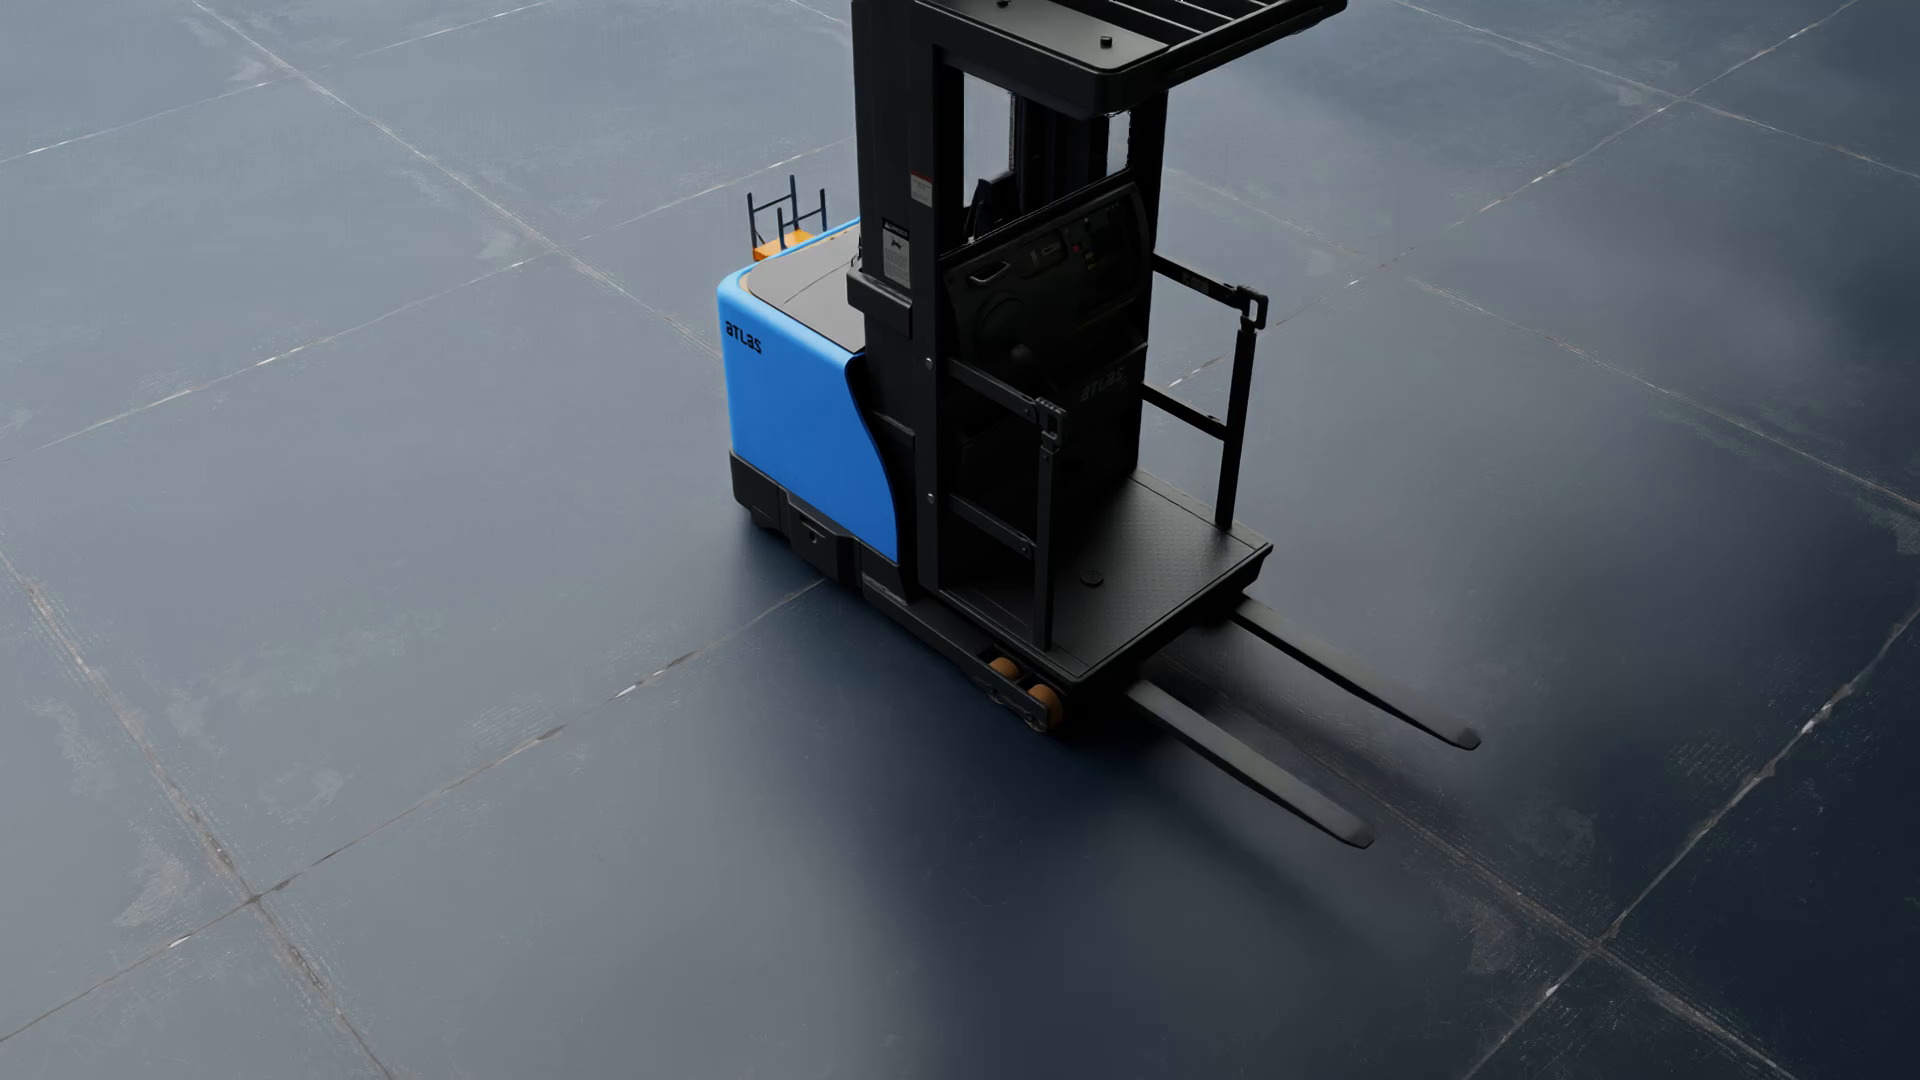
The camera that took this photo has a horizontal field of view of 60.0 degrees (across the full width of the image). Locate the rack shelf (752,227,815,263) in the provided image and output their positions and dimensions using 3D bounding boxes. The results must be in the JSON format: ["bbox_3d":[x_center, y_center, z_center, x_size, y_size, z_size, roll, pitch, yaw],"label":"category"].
[{"bbox_3d":[-0.680,-1.146,6.708,0.258,0.103,0.180,-32,47,-33],"label":"rack shelf"}]

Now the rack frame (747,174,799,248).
[{"bbox_3d":[-0.738,-0.936,6.954,0.240,1.200,0.006,-32,47,-33],"label":"rack frame"}]

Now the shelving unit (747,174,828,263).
[{"bbox_3d":[-0.674,-0.897,6.902,0.258,1.200,0.189,-32,47,-33],"label":"shelving unit"}]

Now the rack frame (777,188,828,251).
[{"bbox_3d":[-0.610,-0.858,6.850,0.240,1.200,0.006,-32,47,-33],"label":"rack frame"}]

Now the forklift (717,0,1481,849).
[{"bbox_3d":[0.451,-0.829,5.444,1.130,2.935,3.031,-31,48,-33],"label":"forklift"}]
